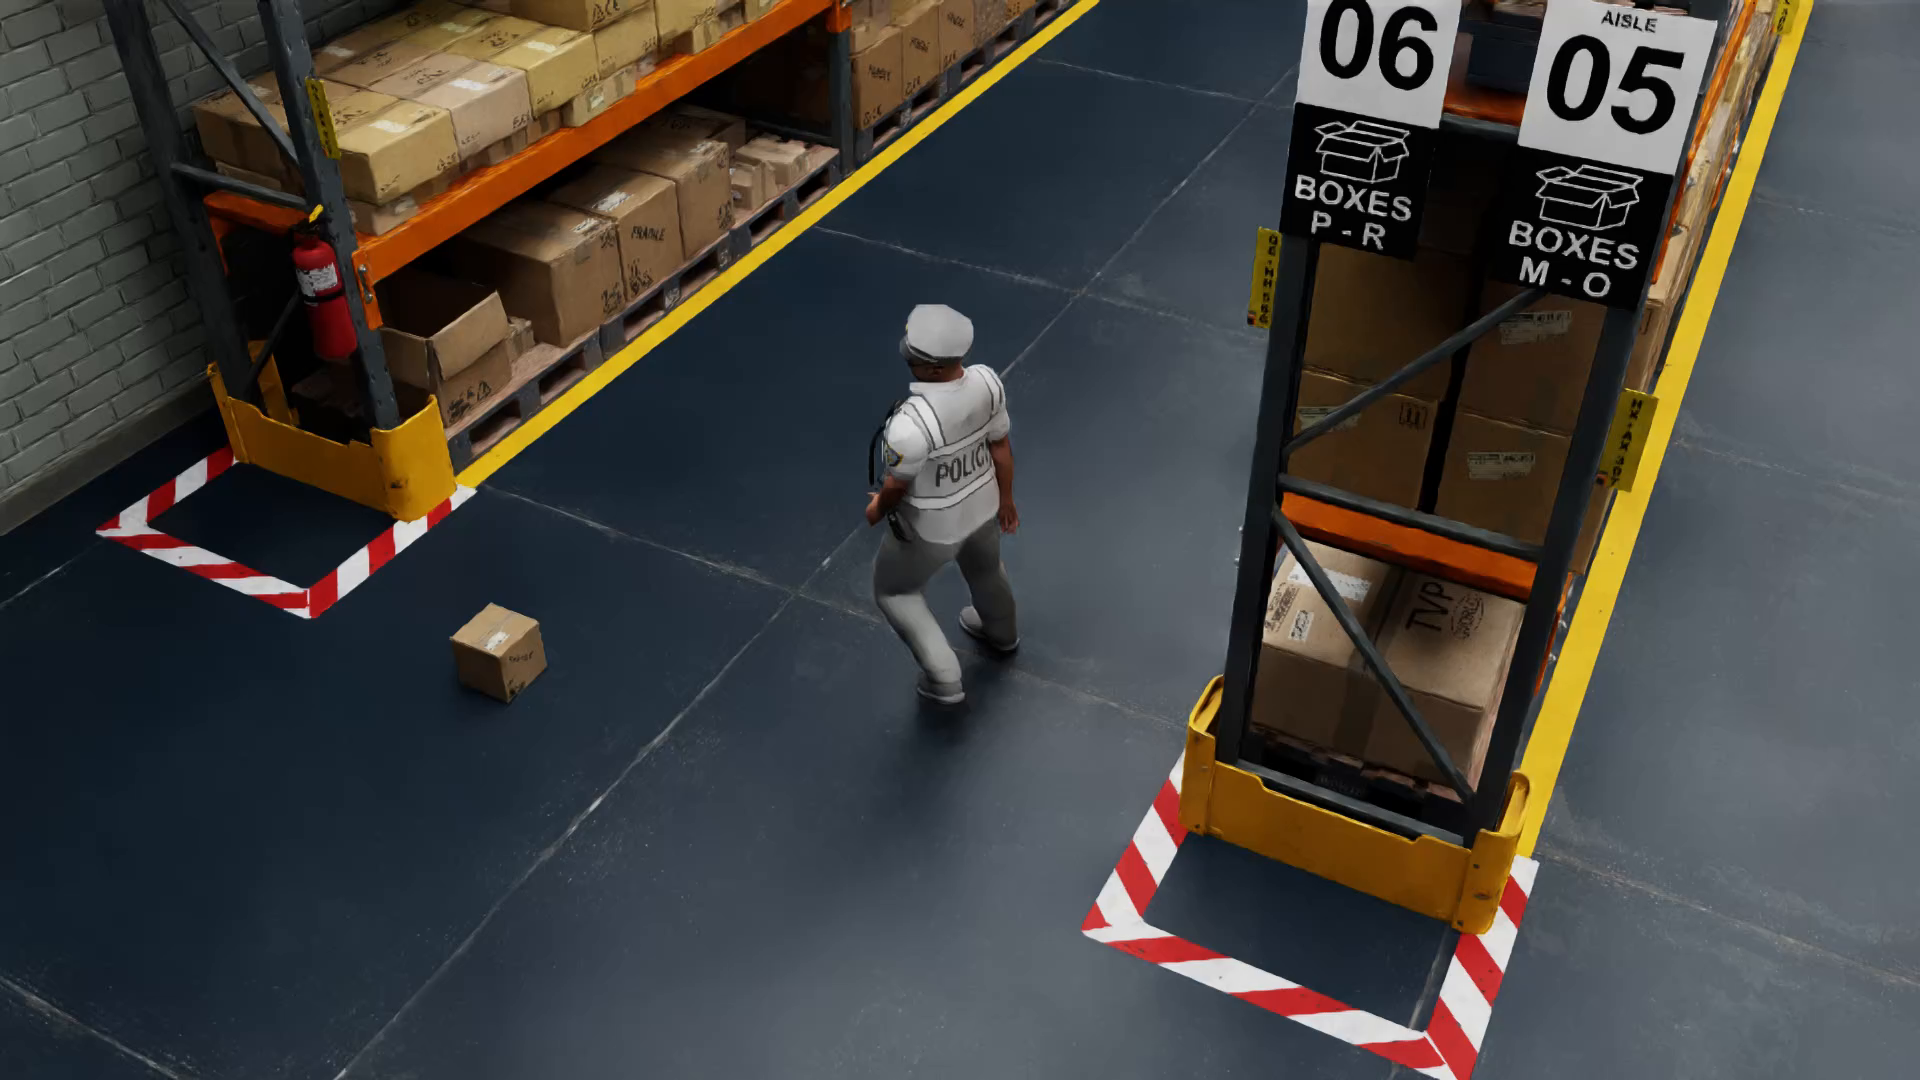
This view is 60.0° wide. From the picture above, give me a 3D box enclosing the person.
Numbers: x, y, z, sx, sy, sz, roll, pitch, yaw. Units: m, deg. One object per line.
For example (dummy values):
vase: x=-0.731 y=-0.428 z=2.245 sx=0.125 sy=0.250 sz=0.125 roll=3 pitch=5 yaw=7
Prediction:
person: x=-0.021 y=-0.147 z=6.339 sx=0.554 sy=1.740 sz=0.691 roll=28 pitch=46 yaw=32
